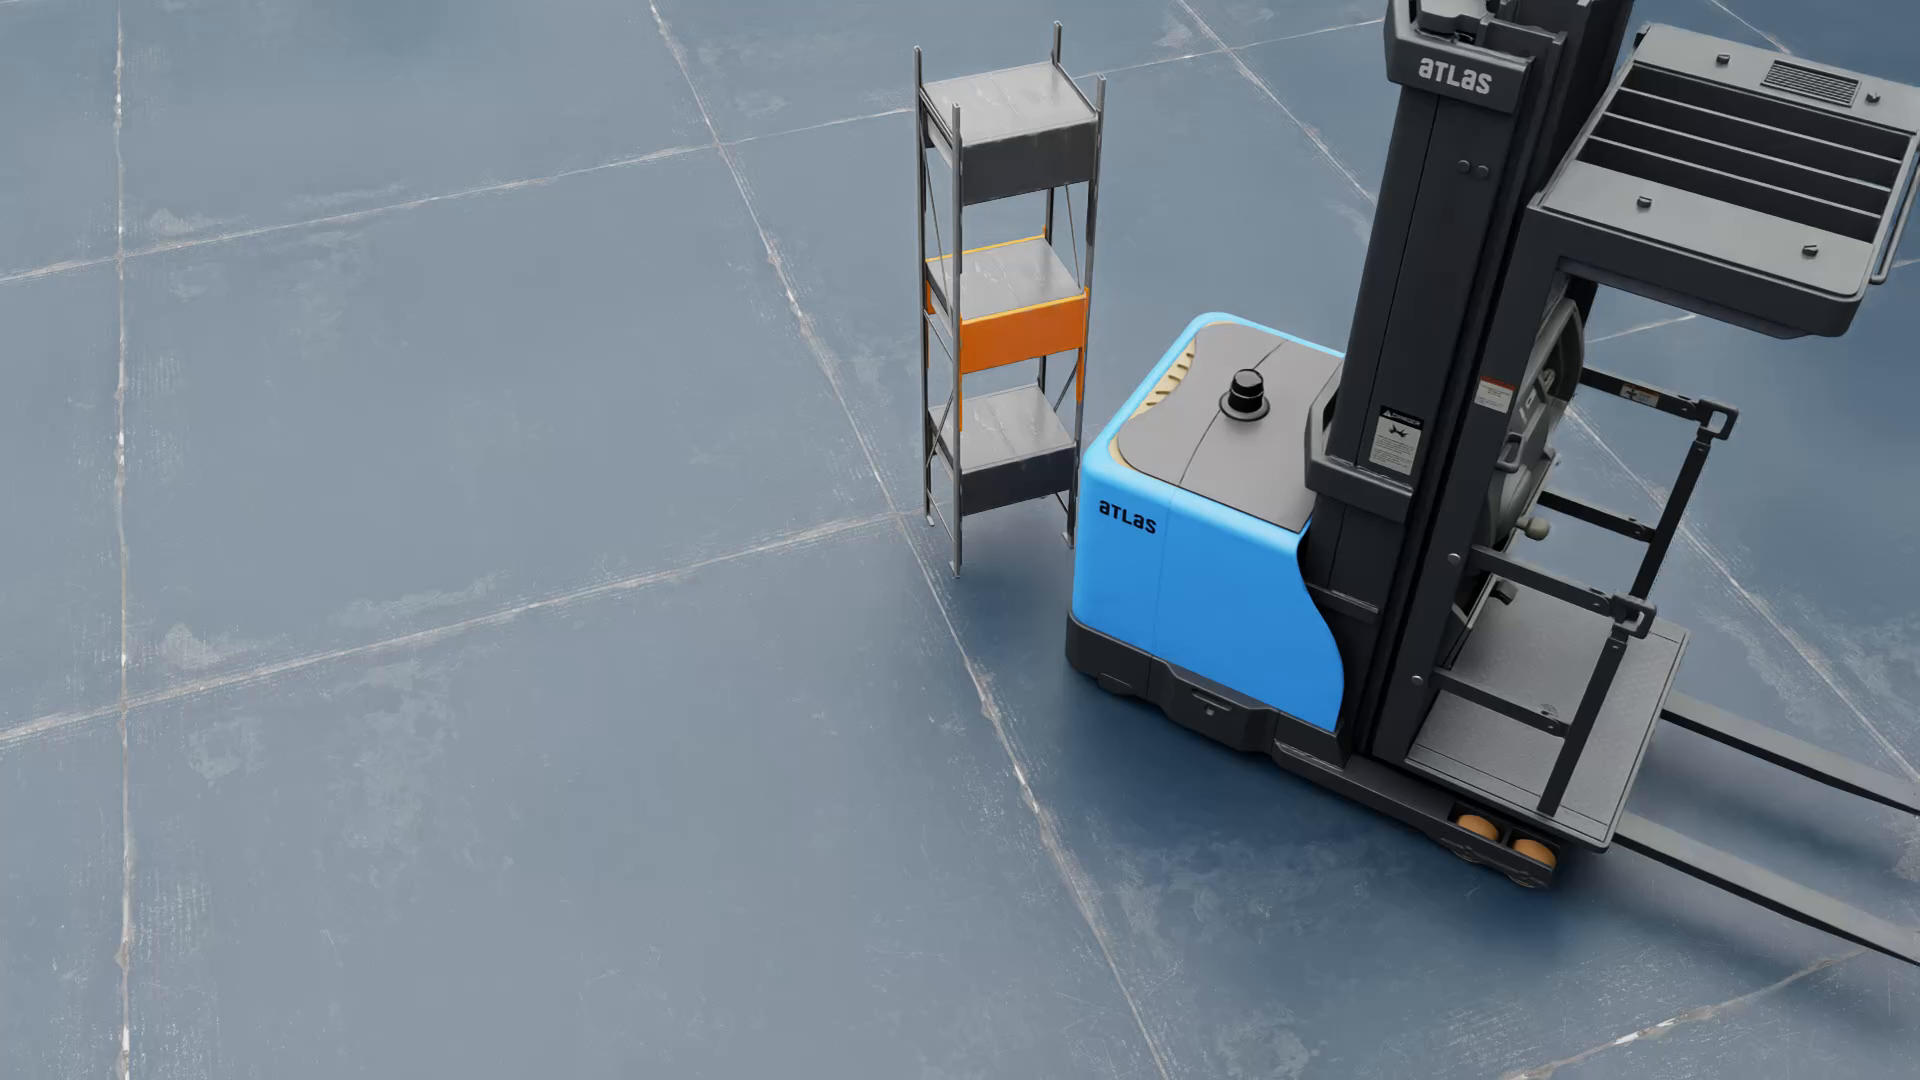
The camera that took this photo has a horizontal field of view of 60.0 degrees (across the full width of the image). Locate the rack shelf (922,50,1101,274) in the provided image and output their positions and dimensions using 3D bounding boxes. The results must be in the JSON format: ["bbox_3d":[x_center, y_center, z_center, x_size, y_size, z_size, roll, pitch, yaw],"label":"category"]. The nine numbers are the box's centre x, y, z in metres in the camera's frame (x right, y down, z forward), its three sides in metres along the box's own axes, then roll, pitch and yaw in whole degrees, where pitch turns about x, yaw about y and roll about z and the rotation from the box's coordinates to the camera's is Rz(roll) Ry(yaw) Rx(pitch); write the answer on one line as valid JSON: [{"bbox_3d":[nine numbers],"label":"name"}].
[{"bbox_3d":[0.156,-1.266,5.560,0.480,0.518,0.431,-14,47,-14],"label":"rack shelf"}]

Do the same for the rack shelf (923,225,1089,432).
[{"bbox_3d":[0.156,-0.771,6.056,0.480,0.518,0.431,-14,47,-14],"label":"rack shelf"}]

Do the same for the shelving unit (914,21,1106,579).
[{"bbox_3d":[0.156,-0.781,6.046,0.503,2.100,0.431,-14,47,-14],"label":"shelving unit"}]

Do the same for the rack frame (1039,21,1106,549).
[{"bbox_3d":[0.385,-0.840,6.104,0.015,2.100,0.400,-14,47,-14],"label":"rack frame"}]

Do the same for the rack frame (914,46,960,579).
[{"bbox_3d":[-0.074,-0.722,5.987,0.015,2.100,0.400,-14,47,-14],"label":"rack frame"}]

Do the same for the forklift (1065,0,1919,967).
[{"bbox_3d":[1.922,-0.304,4.984,3.031,2.935,1.130,23,49,21],"label":"forklift"}]

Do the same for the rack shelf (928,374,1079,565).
[{"bbox_3d":[0.156,-0.277,6.551,0.480,0.518,0.431,-14,47,-14],"label":"rack shelf"}]
